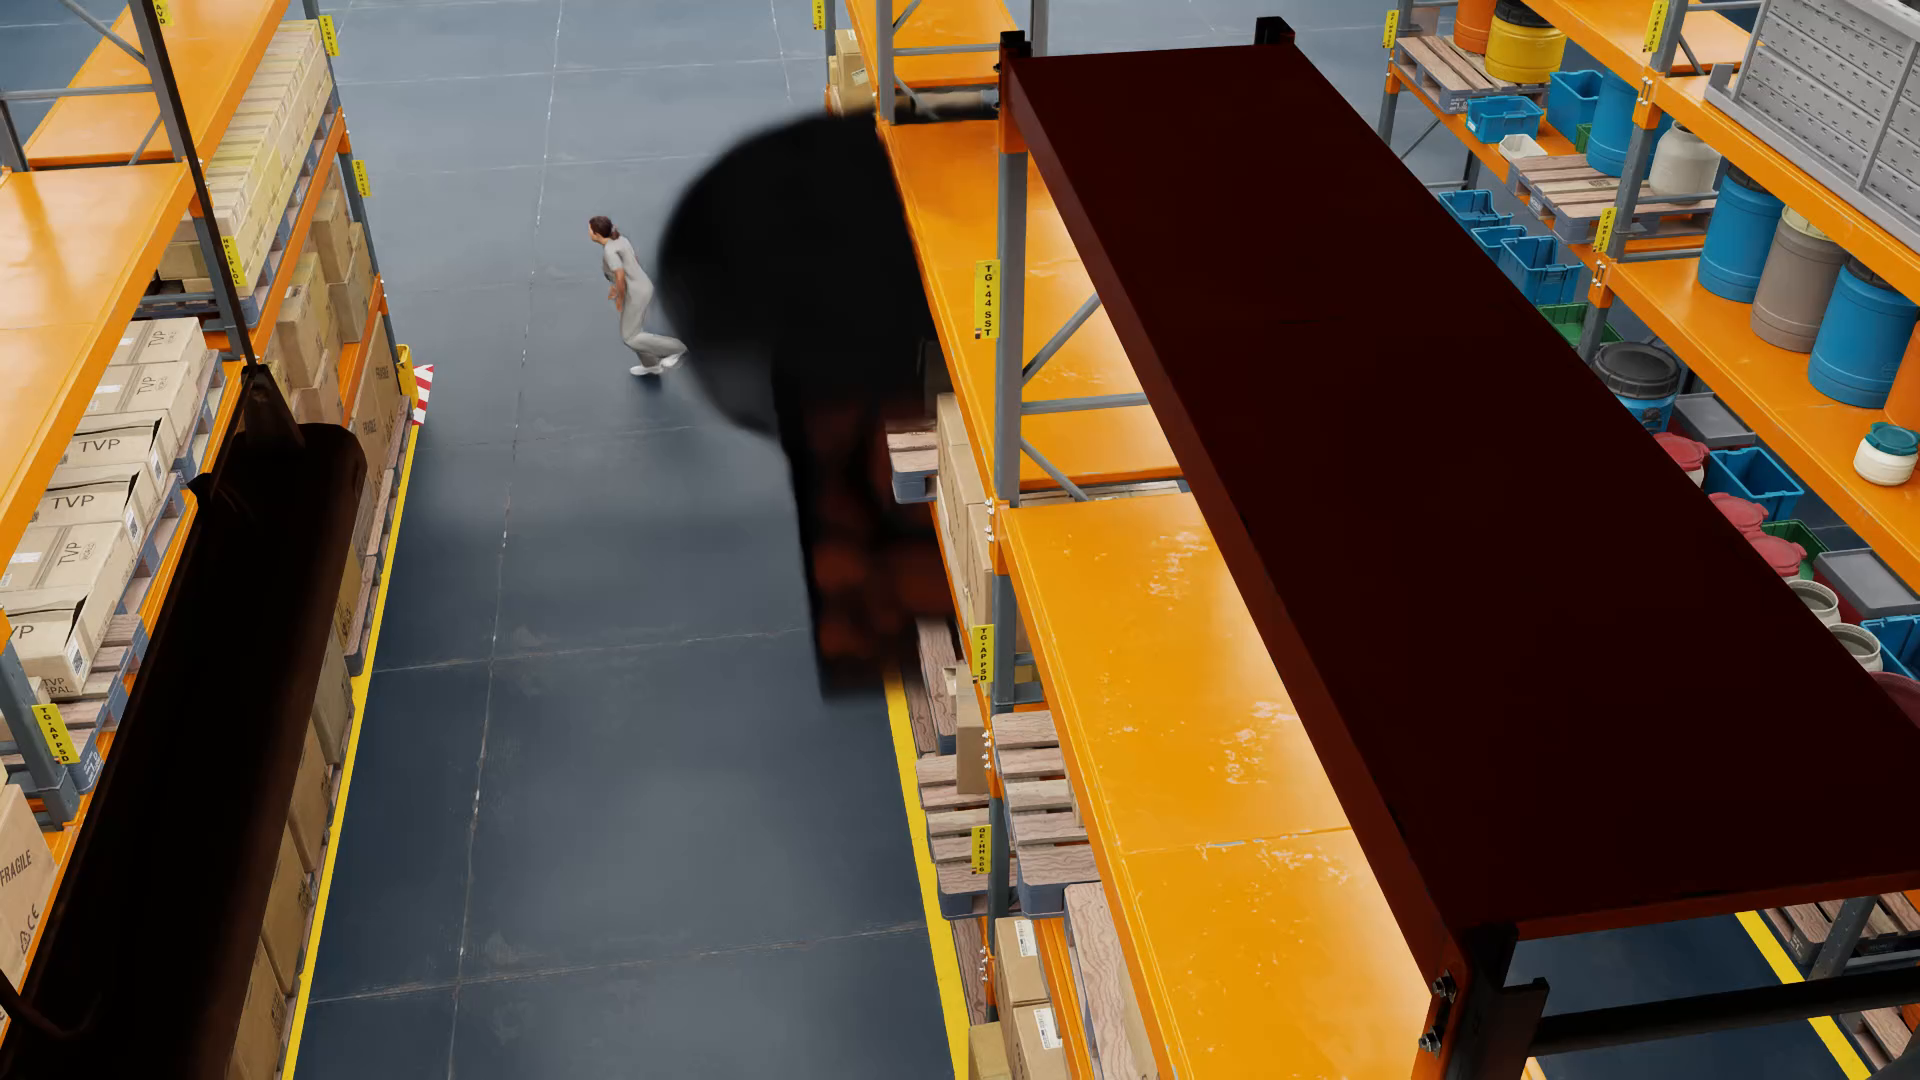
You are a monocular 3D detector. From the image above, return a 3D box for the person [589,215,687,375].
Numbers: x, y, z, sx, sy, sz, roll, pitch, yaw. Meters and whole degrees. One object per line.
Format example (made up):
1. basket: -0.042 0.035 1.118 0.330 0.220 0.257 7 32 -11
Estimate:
1. person: -2.916 -2.194 15.123 0.815 1.536 0.600 2 36 2
